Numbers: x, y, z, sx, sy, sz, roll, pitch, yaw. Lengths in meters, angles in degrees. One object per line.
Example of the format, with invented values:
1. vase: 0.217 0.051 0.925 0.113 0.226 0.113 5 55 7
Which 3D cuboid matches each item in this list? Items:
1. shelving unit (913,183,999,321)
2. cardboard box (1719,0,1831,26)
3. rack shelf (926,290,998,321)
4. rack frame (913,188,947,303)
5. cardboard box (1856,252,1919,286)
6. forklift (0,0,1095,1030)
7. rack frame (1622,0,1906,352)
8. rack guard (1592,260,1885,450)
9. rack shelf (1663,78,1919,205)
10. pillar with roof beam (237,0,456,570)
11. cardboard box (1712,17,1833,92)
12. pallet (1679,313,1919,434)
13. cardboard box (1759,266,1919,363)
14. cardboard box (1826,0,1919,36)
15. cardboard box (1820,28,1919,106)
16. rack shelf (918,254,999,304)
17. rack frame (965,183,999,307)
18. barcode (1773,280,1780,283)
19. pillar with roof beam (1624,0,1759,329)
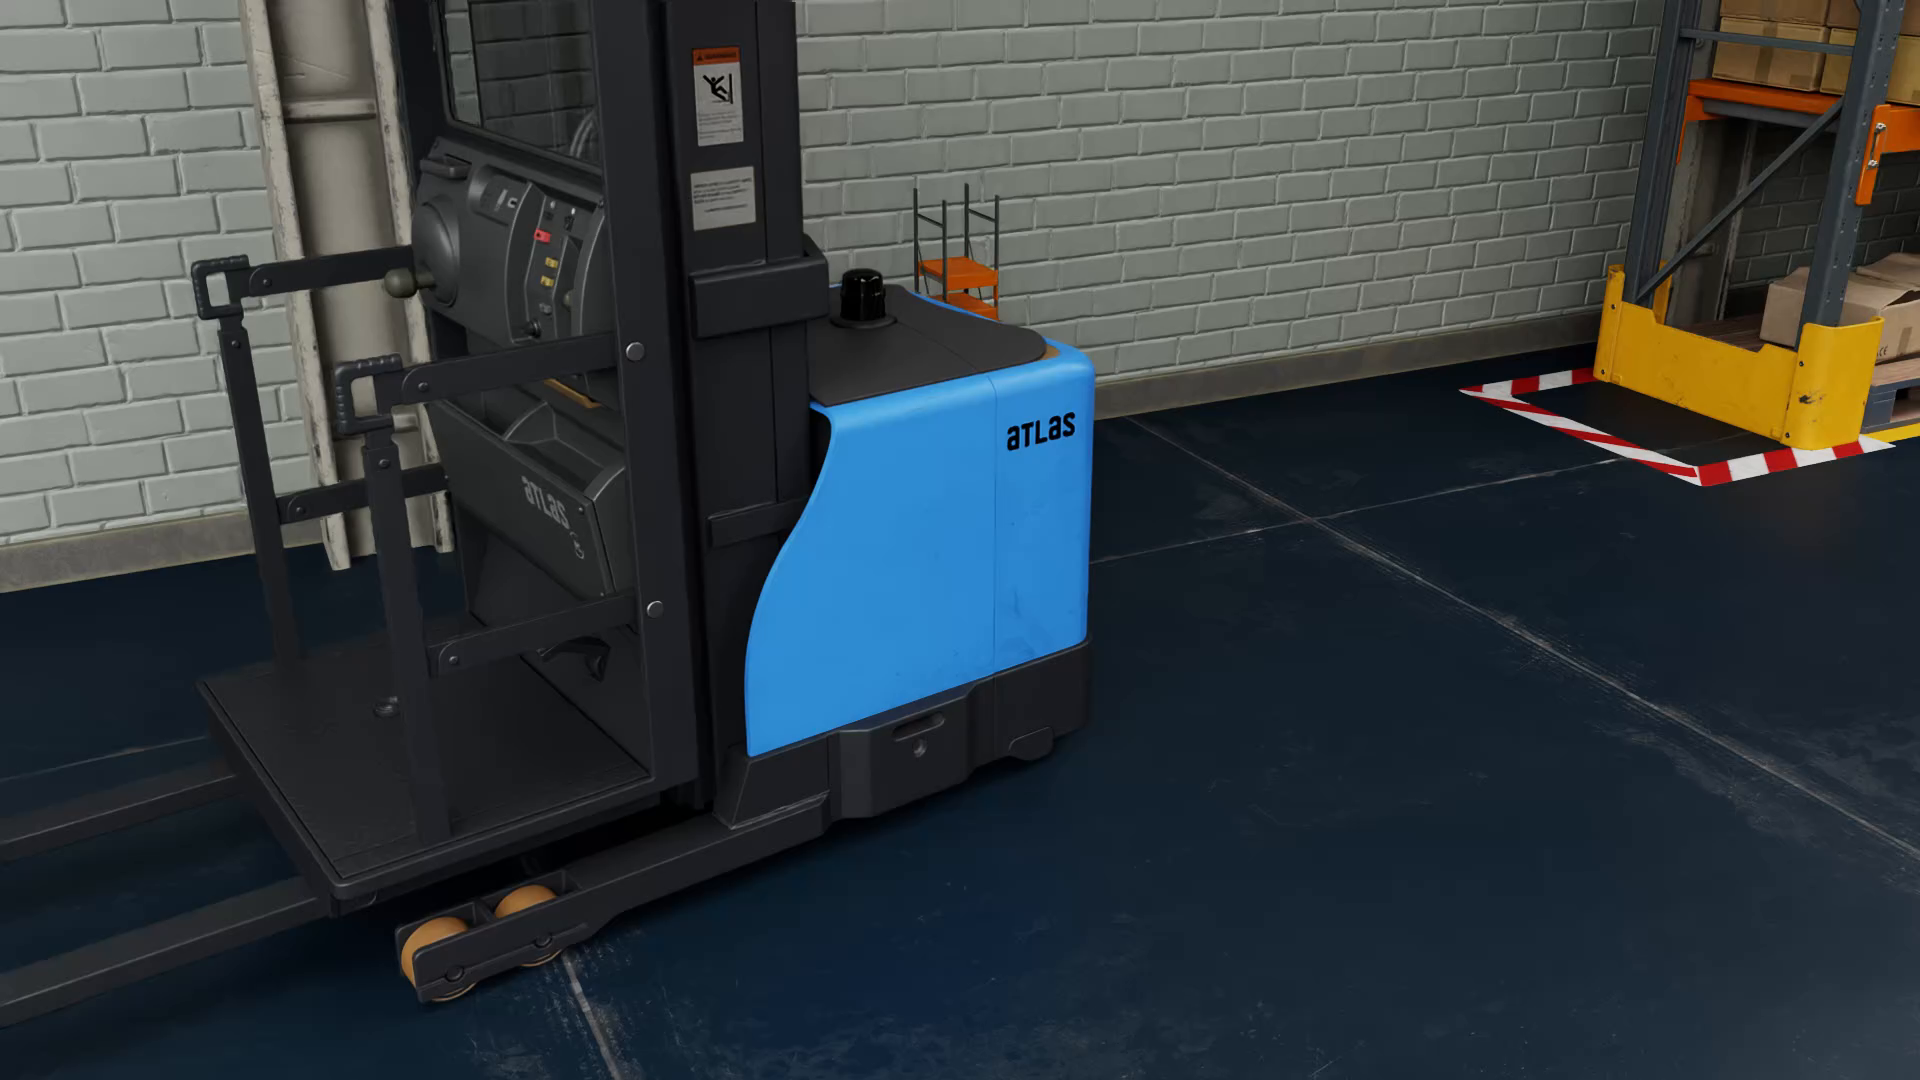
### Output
1. shelving unit: -0.013 -0.552 5.515 0.189 1.200 0.258 -10 25 -24
2. cardboard box: 3.521 -2.389 6.789 0.500 0.500 0.500 -11 25 -24
3. rack shelf: -0.013 -0.733 5.440 0.180 0.103 0.258 -10 25 -24
4. rack frame: -0.095 -0.537 5.478 0.006 1.200 0.240 -10 25 -24
5. cardboard box: 4.364 -1.090 7.402 0.500 0.311 0.500 -8 24 -19
6. forklift: -1.140 -0.630 3.439 3.031 2.935 1.130 -16 27 -33
7. rack frame: 3.188 -1.951 6.541 0.127 3.000 1.000 -10 25 -24
8. rack guard: 3.257 -0.809 7.050 0.348 0.500 1.175 -10 25 -24
9. rack shelf: 4.990 -1.950 7.481 4.000 0.370 1.077 -10 25 -24
10. pillar with roof beam: -0.096 -2.658 0.406 0.400 9.000 9.100 -10 25 -24
11. cardboard box: 3.525 -2.035 6.915 0.500 0.250 0.500 -10 25 -23
12. pallet: 4.004 -0.798 7.401 1.213 0.211 1.003 -10 25 -24
13. cardboard box: 3.851 -0.996 7.174 0.500 0.311 0.500 -14 26 -30
14. cardboard box: 3.749 -2.213 6.364 0.500 0.500 0.500 -10 25 -24
15. cardboard box: 3.765 -1.863 6.498 0.500 0.250 0.500 -11 25 -25
16. rack shelf: -0.013 -0.844 5.394 0.180 0.103 0.258 -10 25 -24
17. rack frame: 0.069 -0.567 5.551 0.006 1.200 0.240 -10 25 -24
18. barcode: 3.693 -1.141 7.512 0.075 0.075 0.001 -10 25 -24
19. pillar with roof beam: 5.311 -3.654 2.811 0.400 9.000 9.100 -10 25 -24
